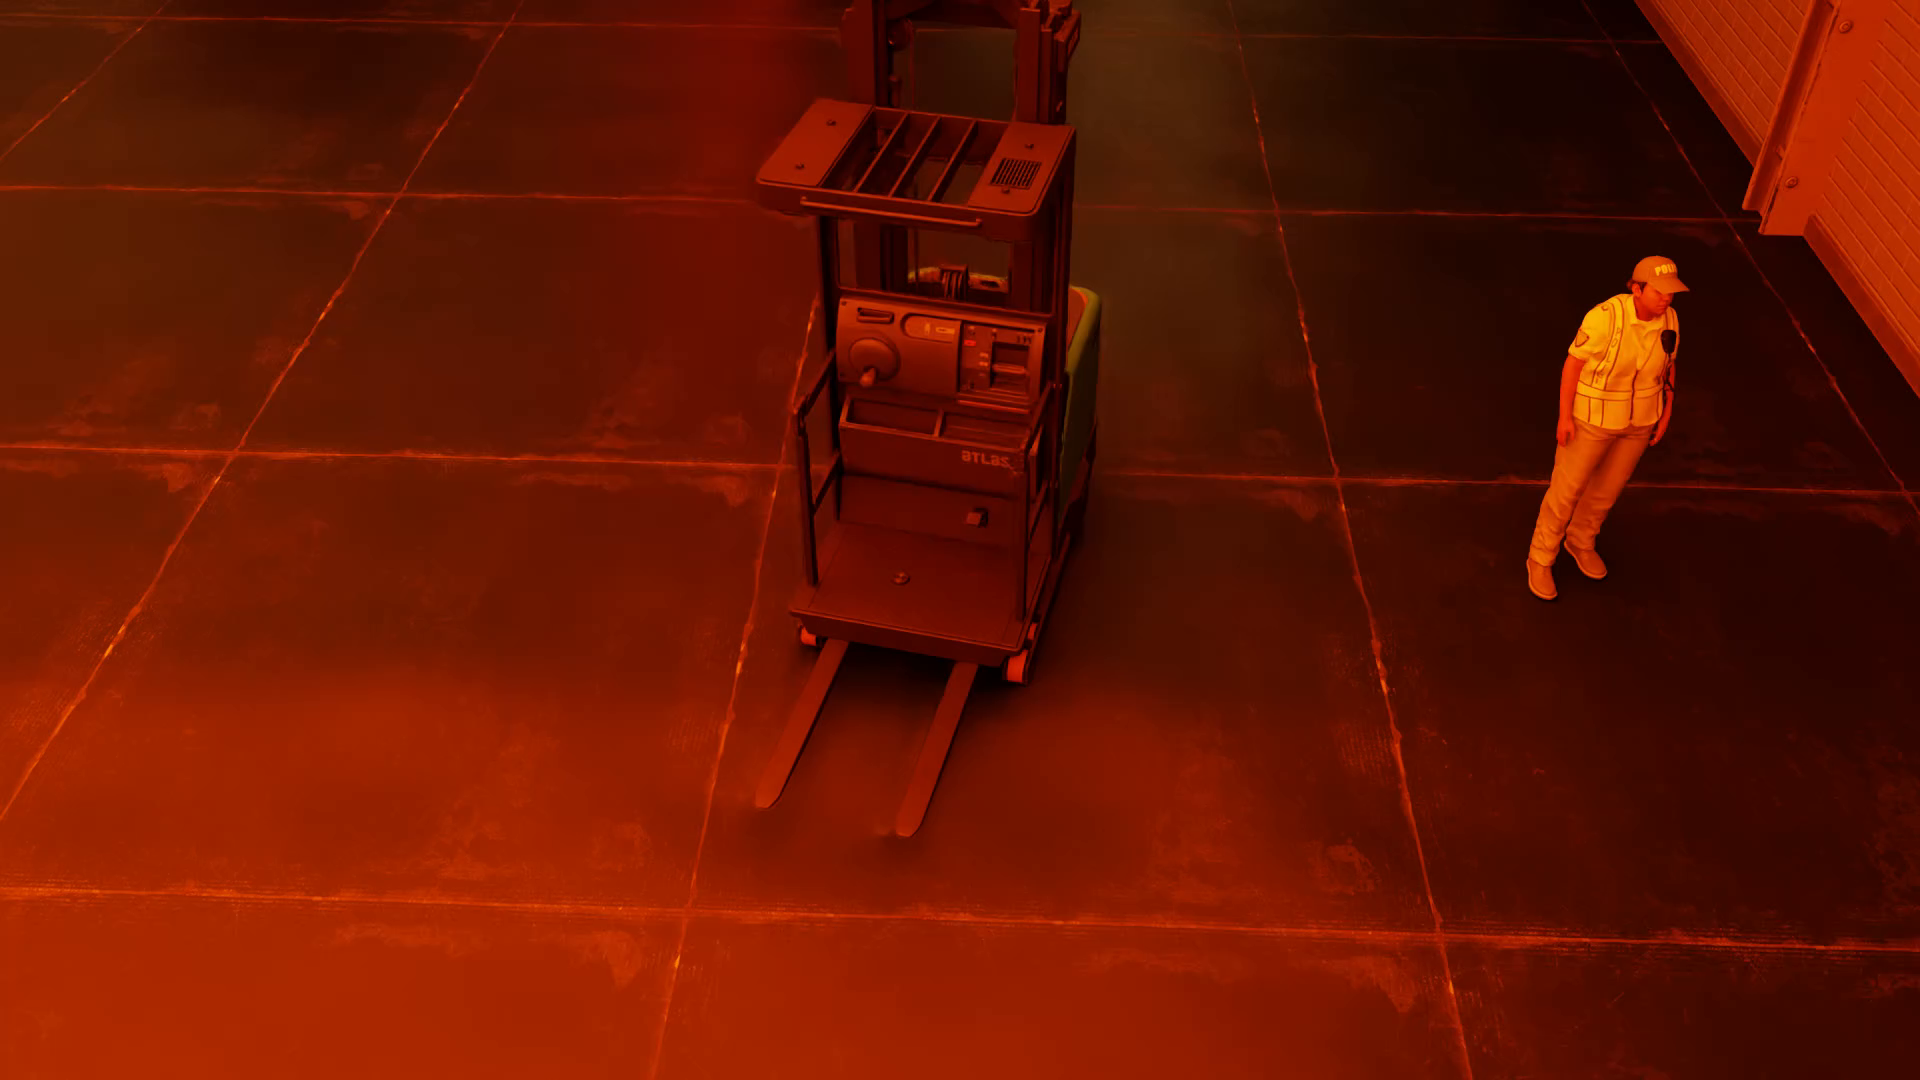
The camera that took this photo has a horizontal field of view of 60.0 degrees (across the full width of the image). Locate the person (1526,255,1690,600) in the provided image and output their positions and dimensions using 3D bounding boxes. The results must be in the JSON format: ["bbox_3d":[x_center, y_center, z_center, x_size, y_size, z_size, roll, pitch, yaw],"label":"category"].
[{"bbox_3d":[3.086,-0.531,7.841,0.596,1.669,0.531,-5,39,-6],"label":"person"}]

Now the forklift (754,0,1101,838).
[{"bbox_3d":[-0.140,-0.744,7.114,1.130,2.935,3.031,9,40,11],"label":"forklift"}]
